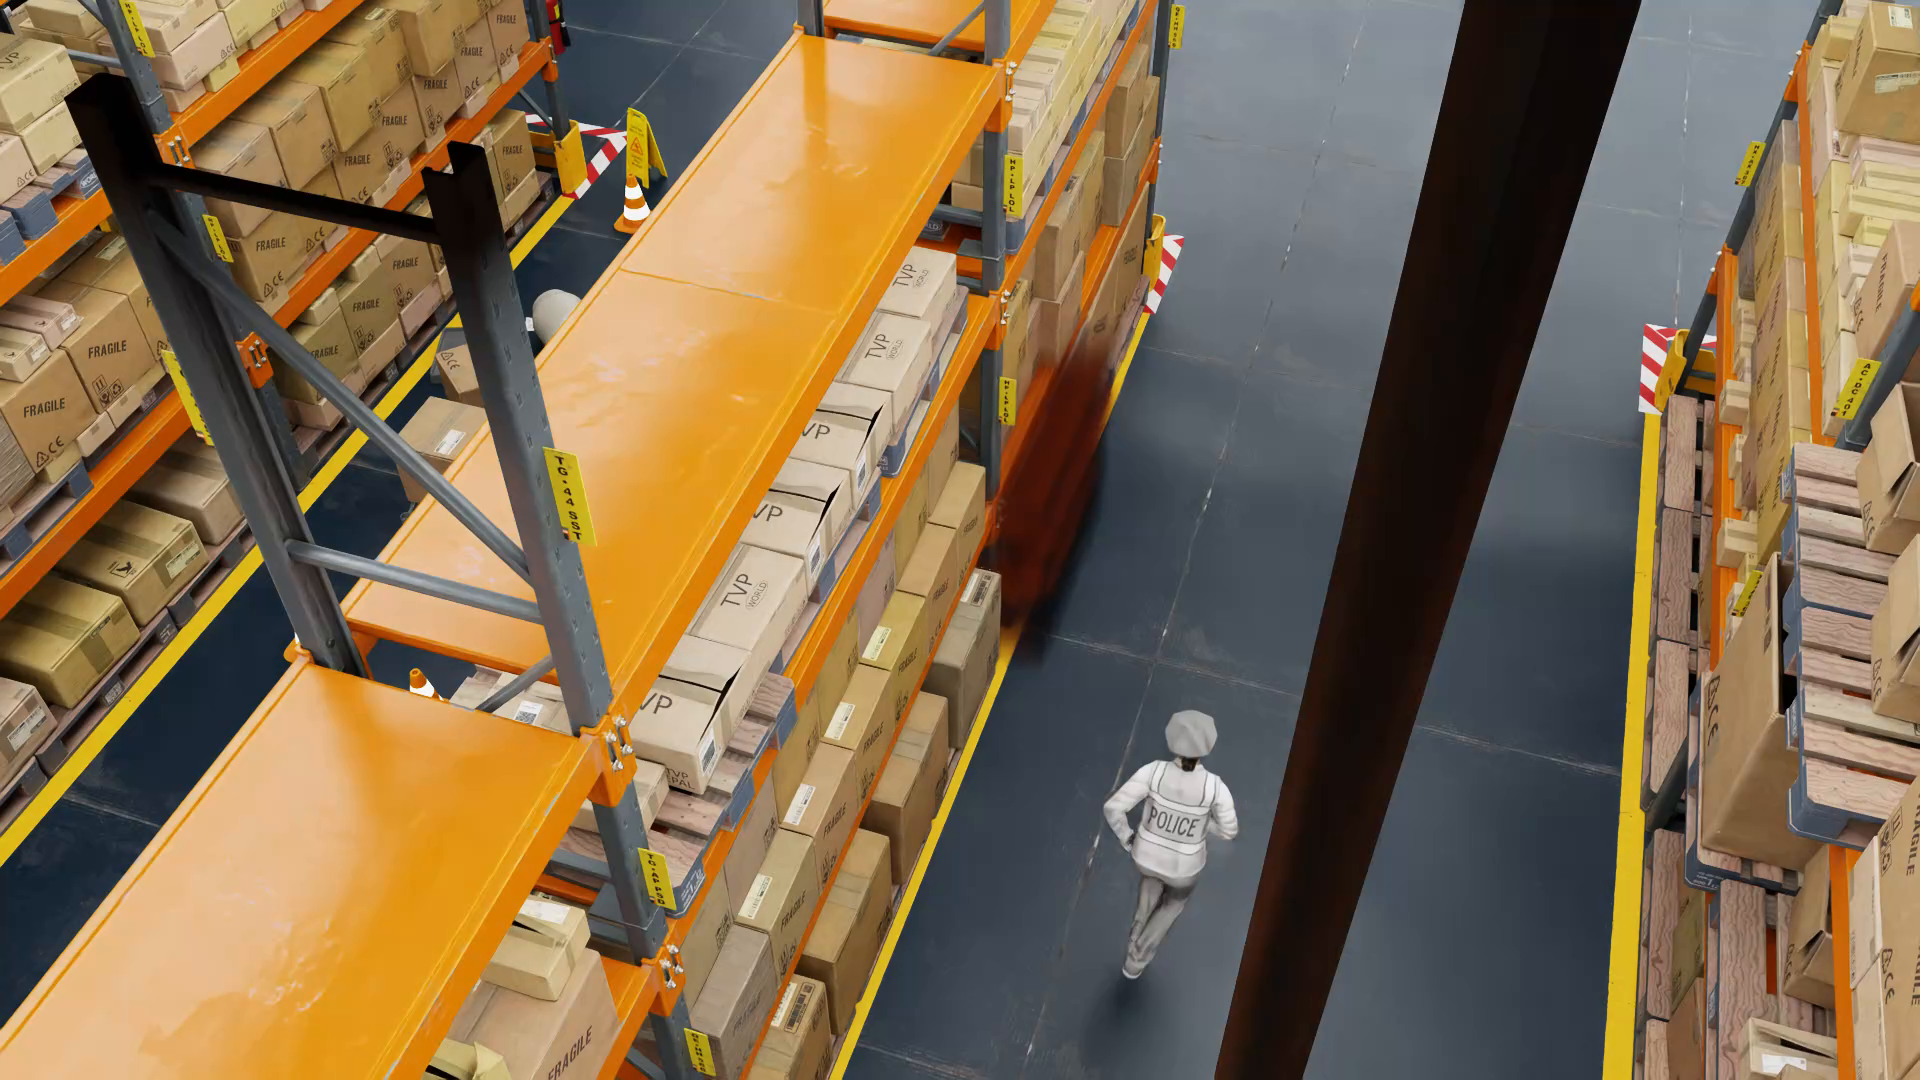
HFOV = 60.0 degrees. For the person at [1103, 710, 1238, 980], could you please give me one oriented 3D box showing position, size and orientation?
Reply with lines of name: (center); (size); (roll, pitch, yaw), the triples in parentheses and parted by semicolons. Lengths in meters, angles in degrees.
person: (1.014, 1.579, 8.285); (0.613, 1.557, 0.710); (21, 49, 19)
